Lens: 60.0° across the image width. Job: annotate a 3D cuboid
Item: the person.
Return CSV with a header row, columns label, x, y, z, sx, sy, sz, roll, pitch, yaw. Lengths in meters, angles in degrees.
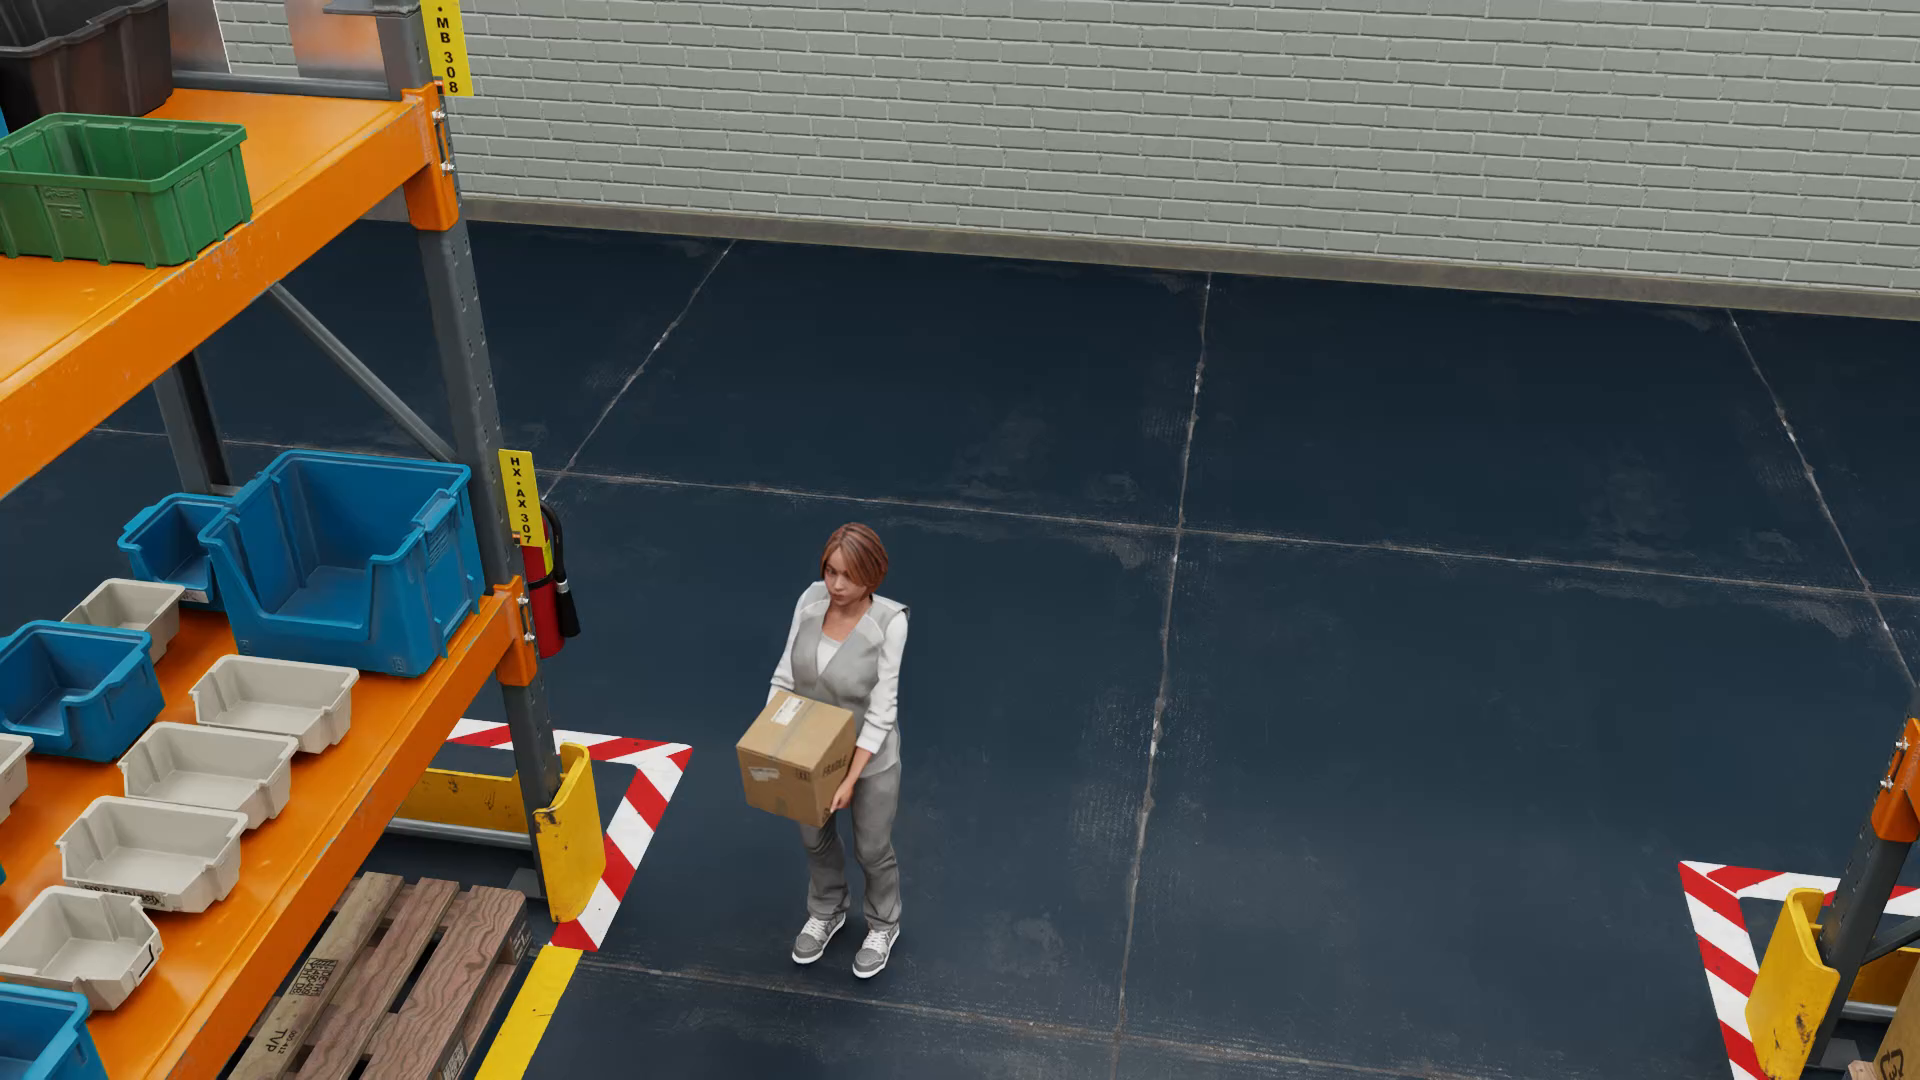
label,x,y,z,sx,sy,sz,roll,pitch,yaw
person,-0.383,0.696,5.074,0.406,1.588,0.495,14,35,21
